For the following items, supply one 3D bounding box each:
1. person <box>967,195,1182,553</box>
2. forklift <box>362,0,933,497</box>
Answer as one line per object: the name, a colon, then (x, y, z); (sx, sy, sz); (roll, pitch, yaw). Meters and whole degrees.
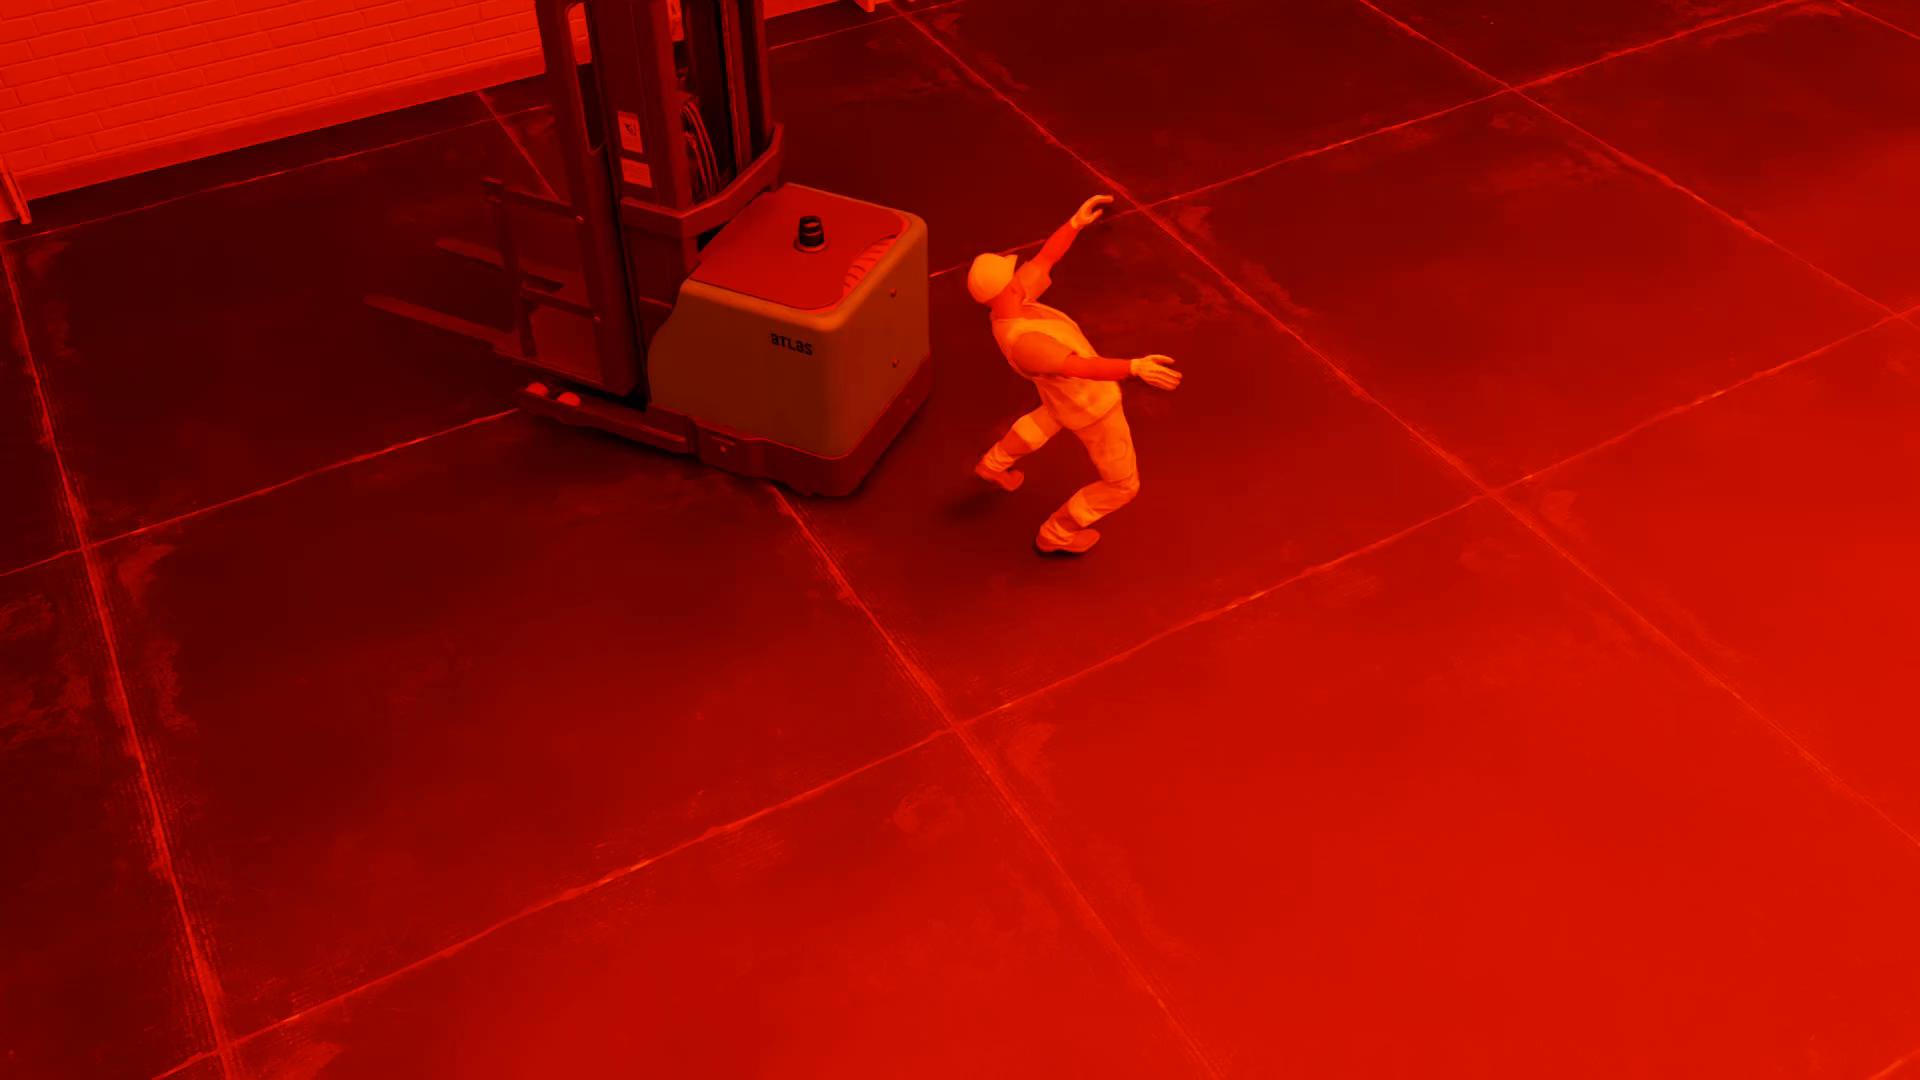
person: (0.479, -0.556, 7.233); (0.697, 1.625, 1.073); (-17, 46, -18)
forklift: (-1.698, -1.964, 7.815); (3.031, 2.935, 1.130); (18, 46, 18)
